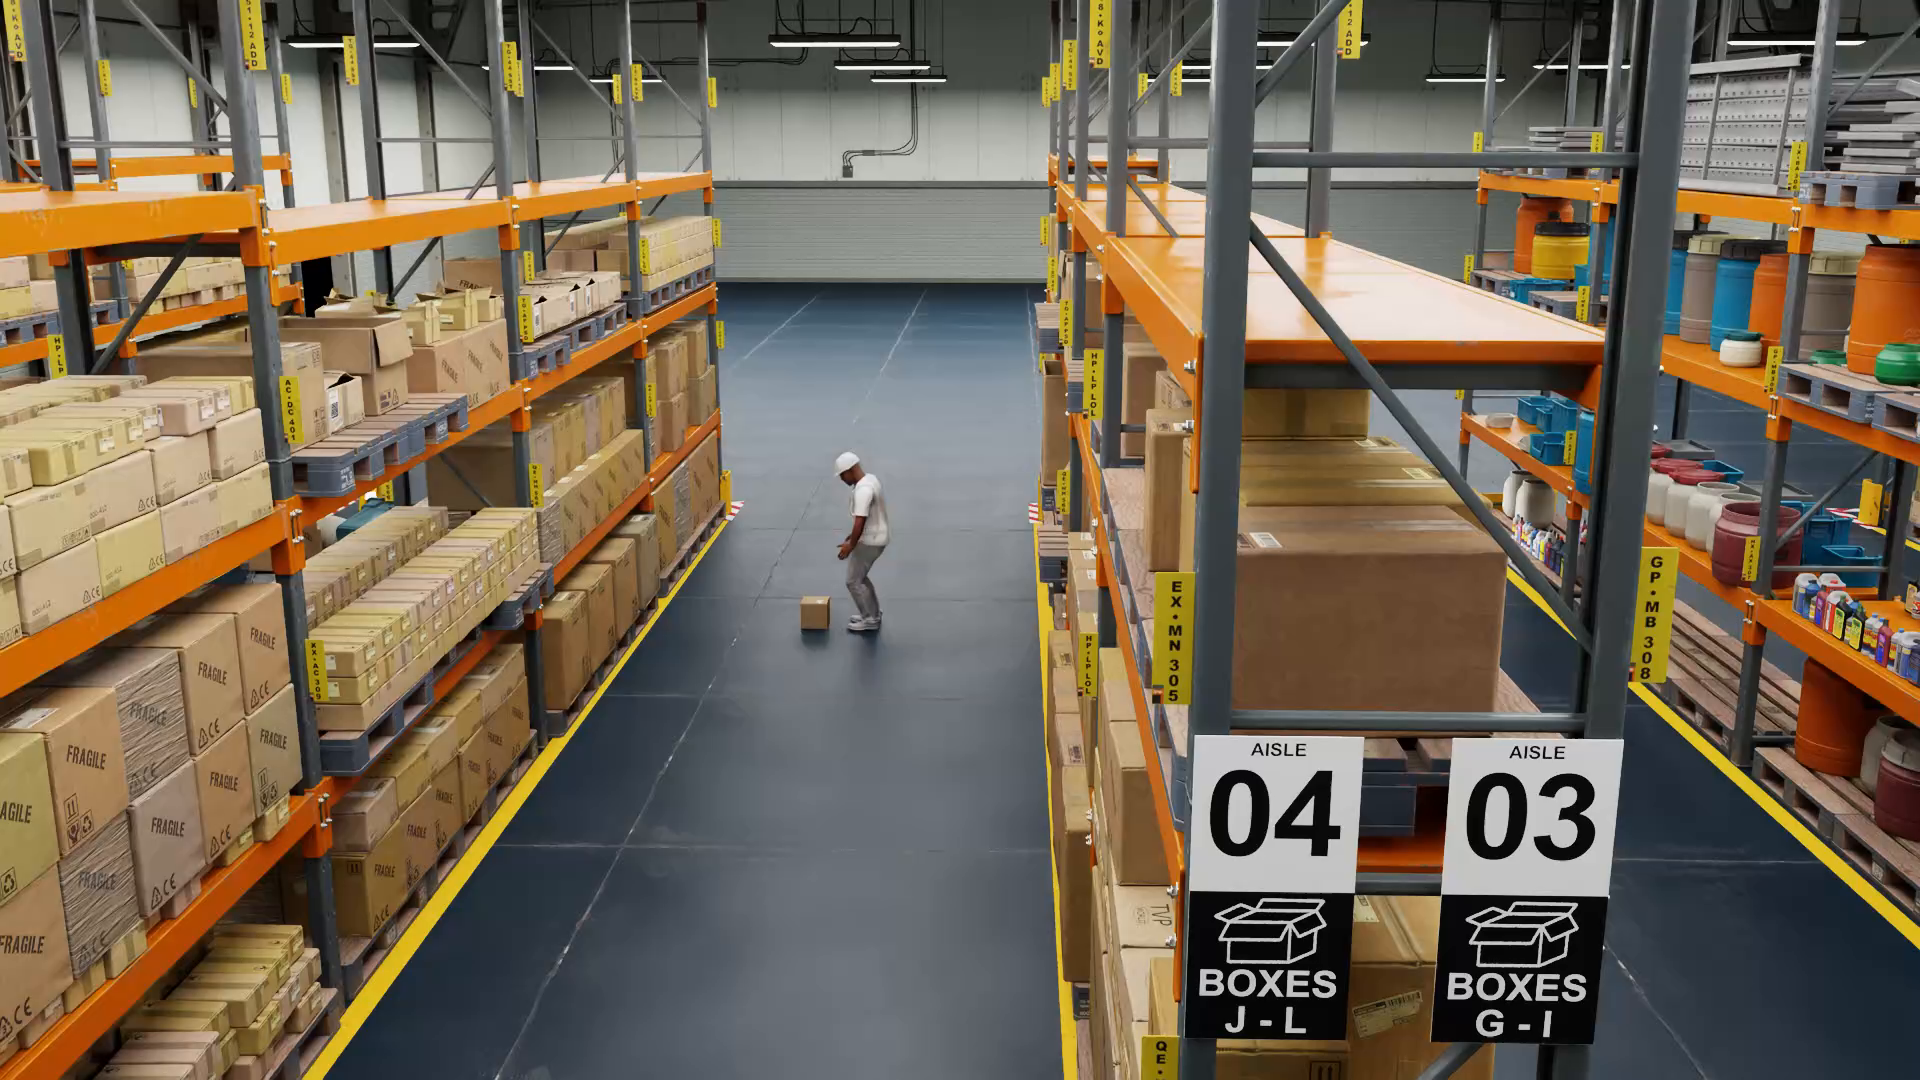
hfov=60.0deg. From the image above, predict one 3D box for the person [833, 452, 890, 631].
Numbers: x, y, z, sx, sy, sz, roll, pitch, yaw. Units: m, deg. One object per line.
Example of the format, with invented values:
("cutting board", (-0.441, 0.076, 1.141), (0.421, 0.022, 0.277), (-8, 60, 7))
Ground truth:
("person", (-0.920, 0.008, 15.597), (0.511, 1.682, 0.602), (1, 14, 3))
